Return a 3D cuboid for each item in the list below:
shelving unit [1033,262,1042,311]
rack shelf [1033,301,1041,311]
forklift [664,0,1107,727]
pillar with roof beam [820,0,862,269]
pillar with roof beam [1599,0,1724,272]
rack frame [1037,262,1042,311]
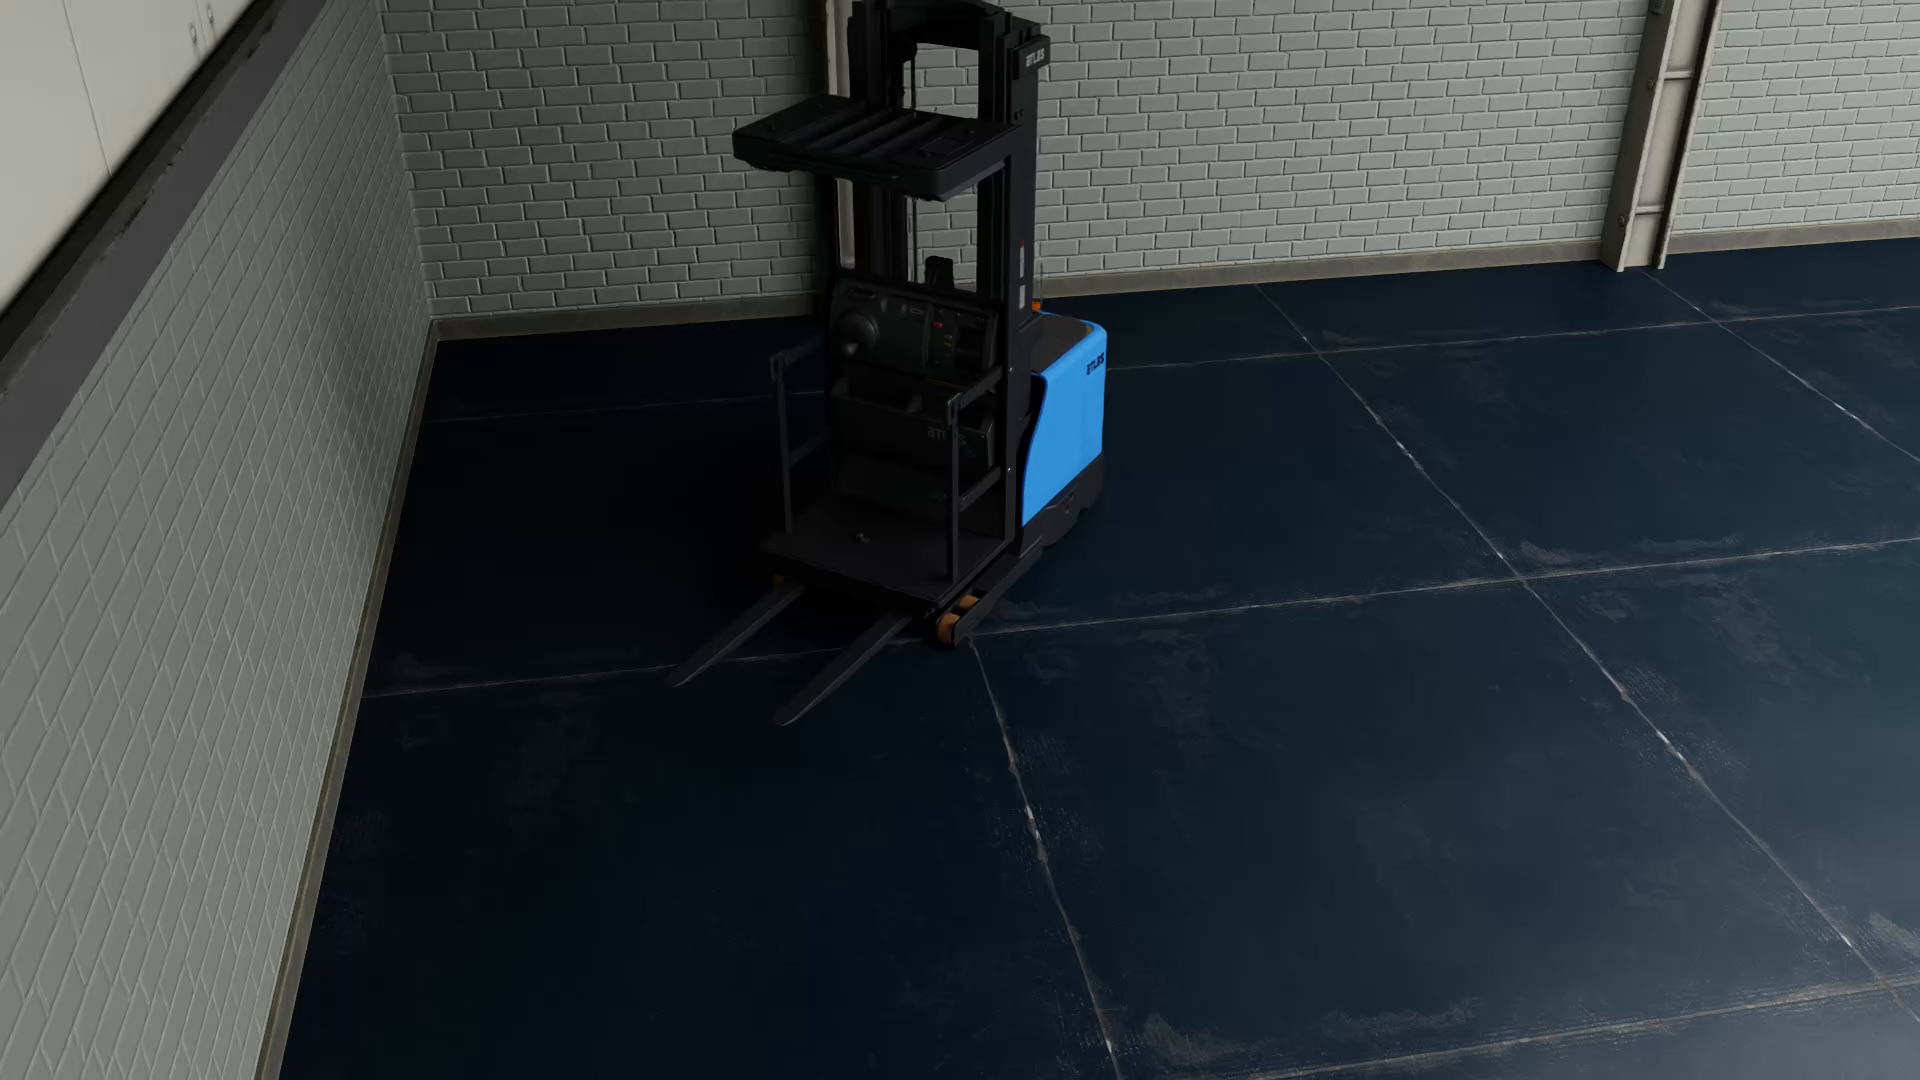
[{"bbox_3d":[0.374,-1.029,9.810,0.189,1.200,0.258,3,30,7],"label":"shelving unit"},{"bbox_3d":[0.370,-1.303,9.654,0.180,0.103,0.258,3,30,7],"label":"rack shelf"},{"bbox_3d":[-0.337,-0.994,8.048,1.130,2.935,3.031,16,34,25],"label":"forklift"},{"bbox_3d":[0.075,-3.336,6.045,0.400,9.000,9.100,-5,31,-9],"label":"pillar with roof beam"},{"bbox_3d":[5.976,-3.883,6.976,0.400,9.000,9.100,-5,31,-9],"label":"pillar with roof beam"},{"bbox_3d":[0.465,-1.024,9.799,0.006,1.200,0.240,3,30,7],"label":"rack frame"}]
